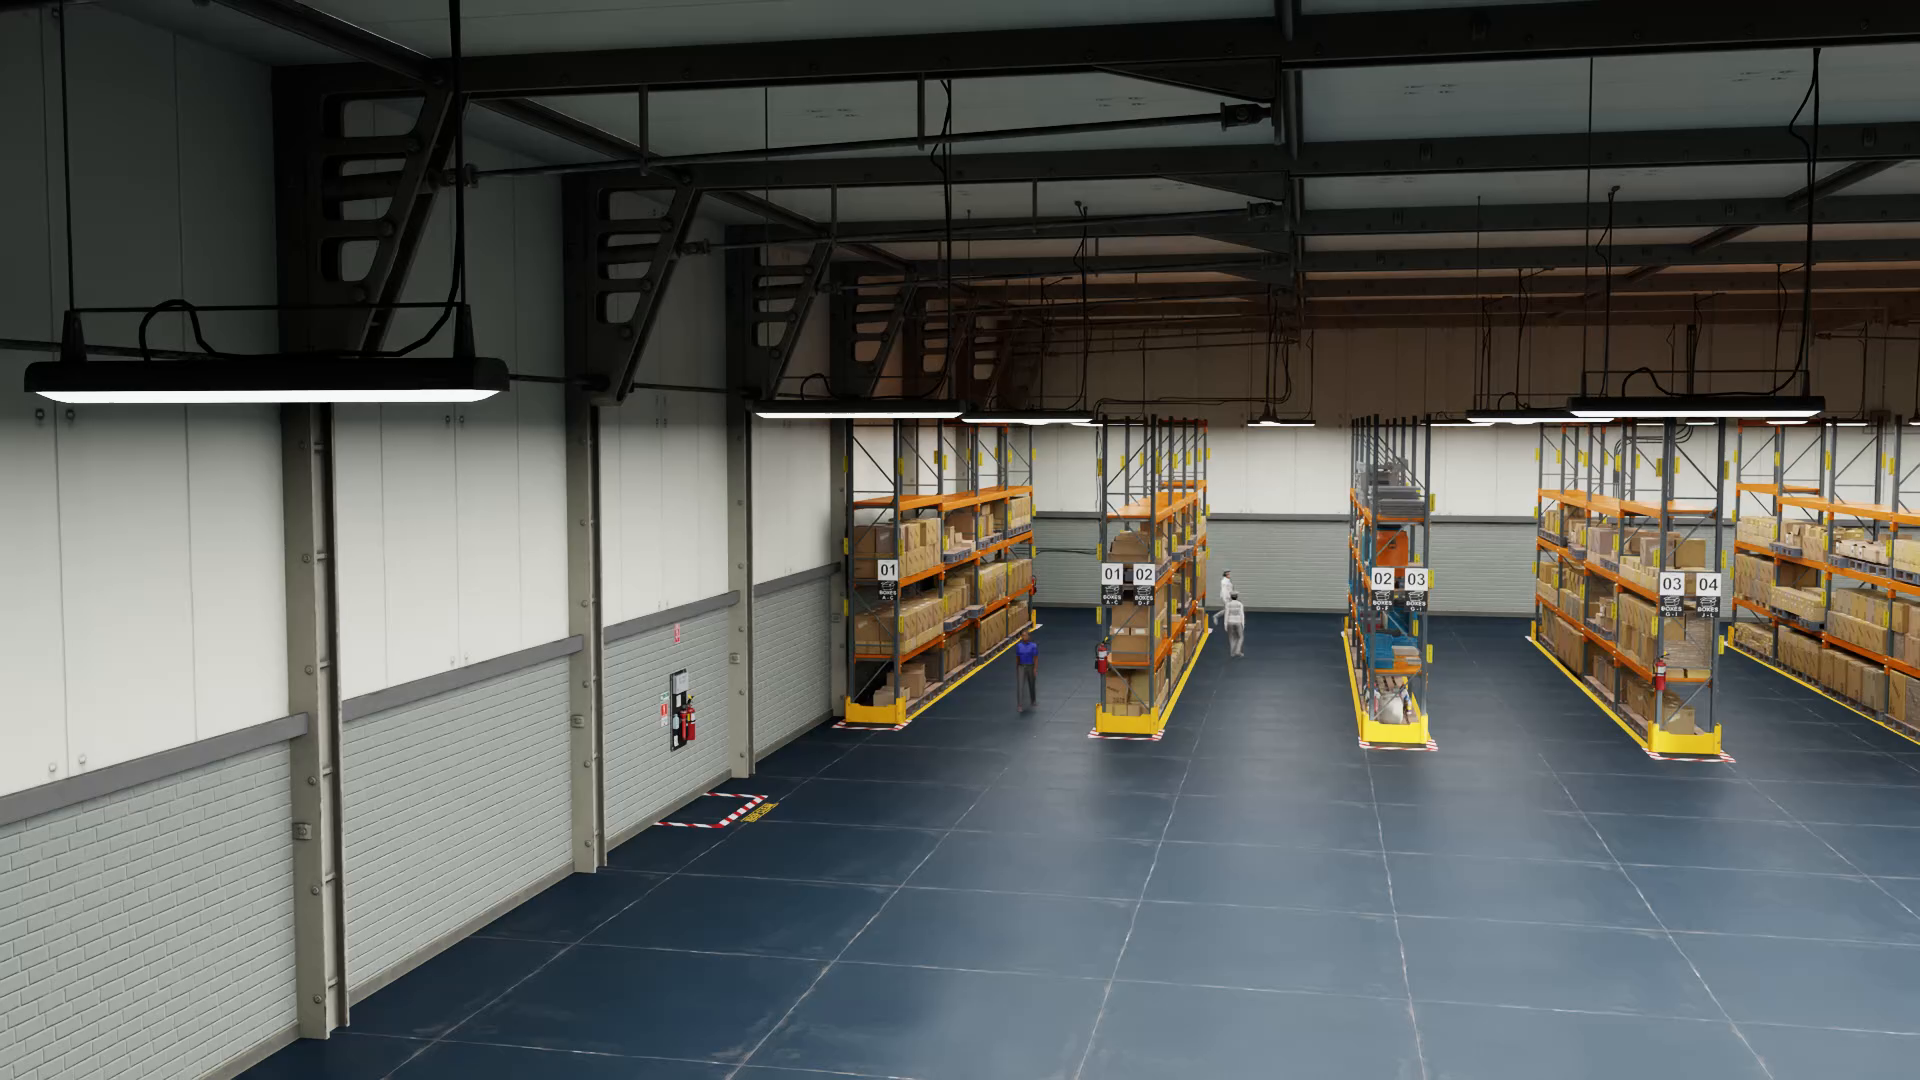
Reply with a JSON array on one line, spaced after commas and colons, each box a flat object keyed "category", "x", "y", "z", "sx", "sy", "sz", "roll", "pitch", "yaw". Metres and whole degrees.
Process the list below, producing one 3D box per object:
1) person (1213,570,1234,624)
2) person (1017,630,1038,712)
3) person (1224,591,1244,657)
[{"category": "person", "x": 7.646, "y": 1.685, "z": 48.012, "sx": 0.574, "sy": 1.661, "sz": 0.528, "roll": 2, "pitch": 4, "yaw": 29}, {"category": "person", "x": 1.366, "y": 2.648, "z": 33.850, "sx": 0.474, "sy": 1.592, "sz": 0.948, "roll": 1, "pitch": 4, "yaw": 12}, {"category": "person", "x": 6.879, "y": 2.117, "z": 41.701, "sx": 0.513, "sy": 1.674, "sz": 0.516, "roll": 1, "pitch": 4, "yaw": 11}]
